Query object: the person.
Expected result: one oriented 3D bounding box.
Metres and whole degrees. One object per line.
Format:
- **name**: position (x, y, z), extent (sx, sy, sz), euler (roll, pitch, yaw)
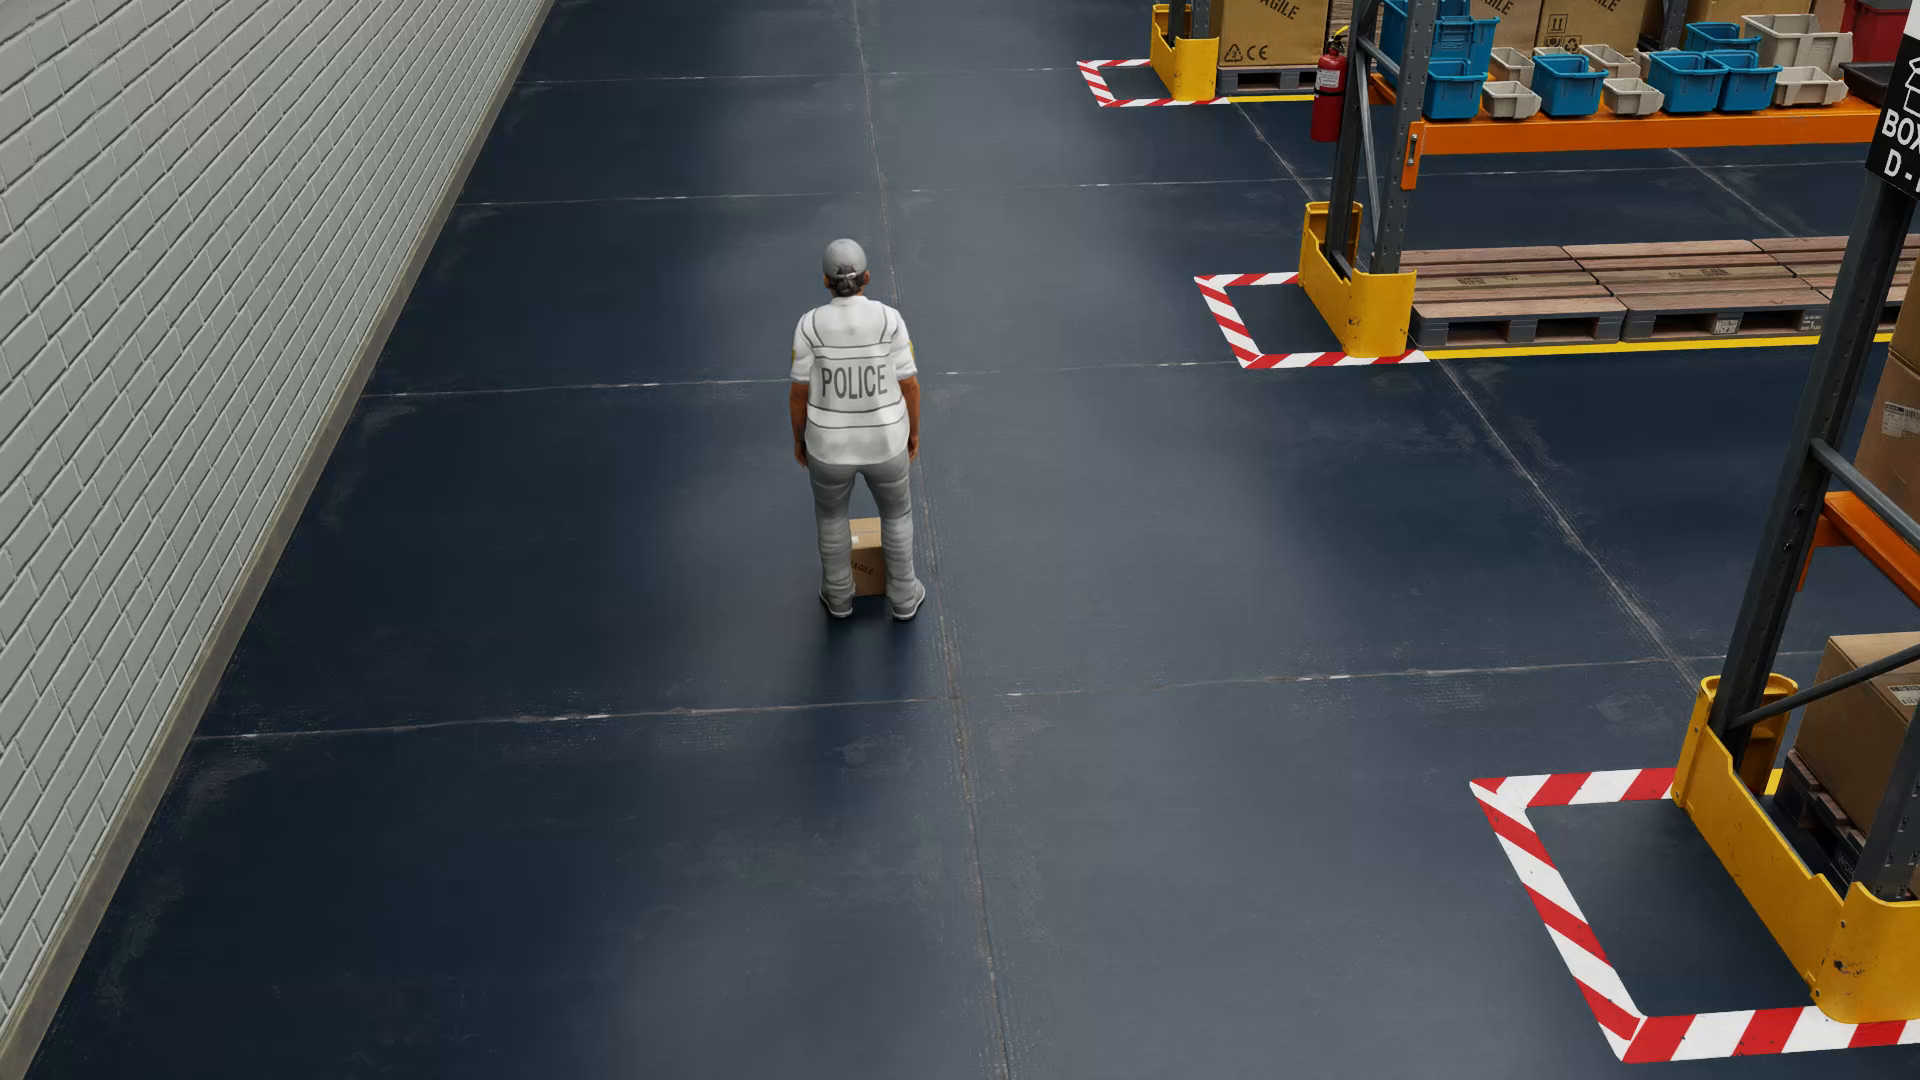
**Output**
- **person**: position (-0.416, -0.416, 6.812), extent (0.542, 1.666, 0.469), euler (-3, 31, -5)
